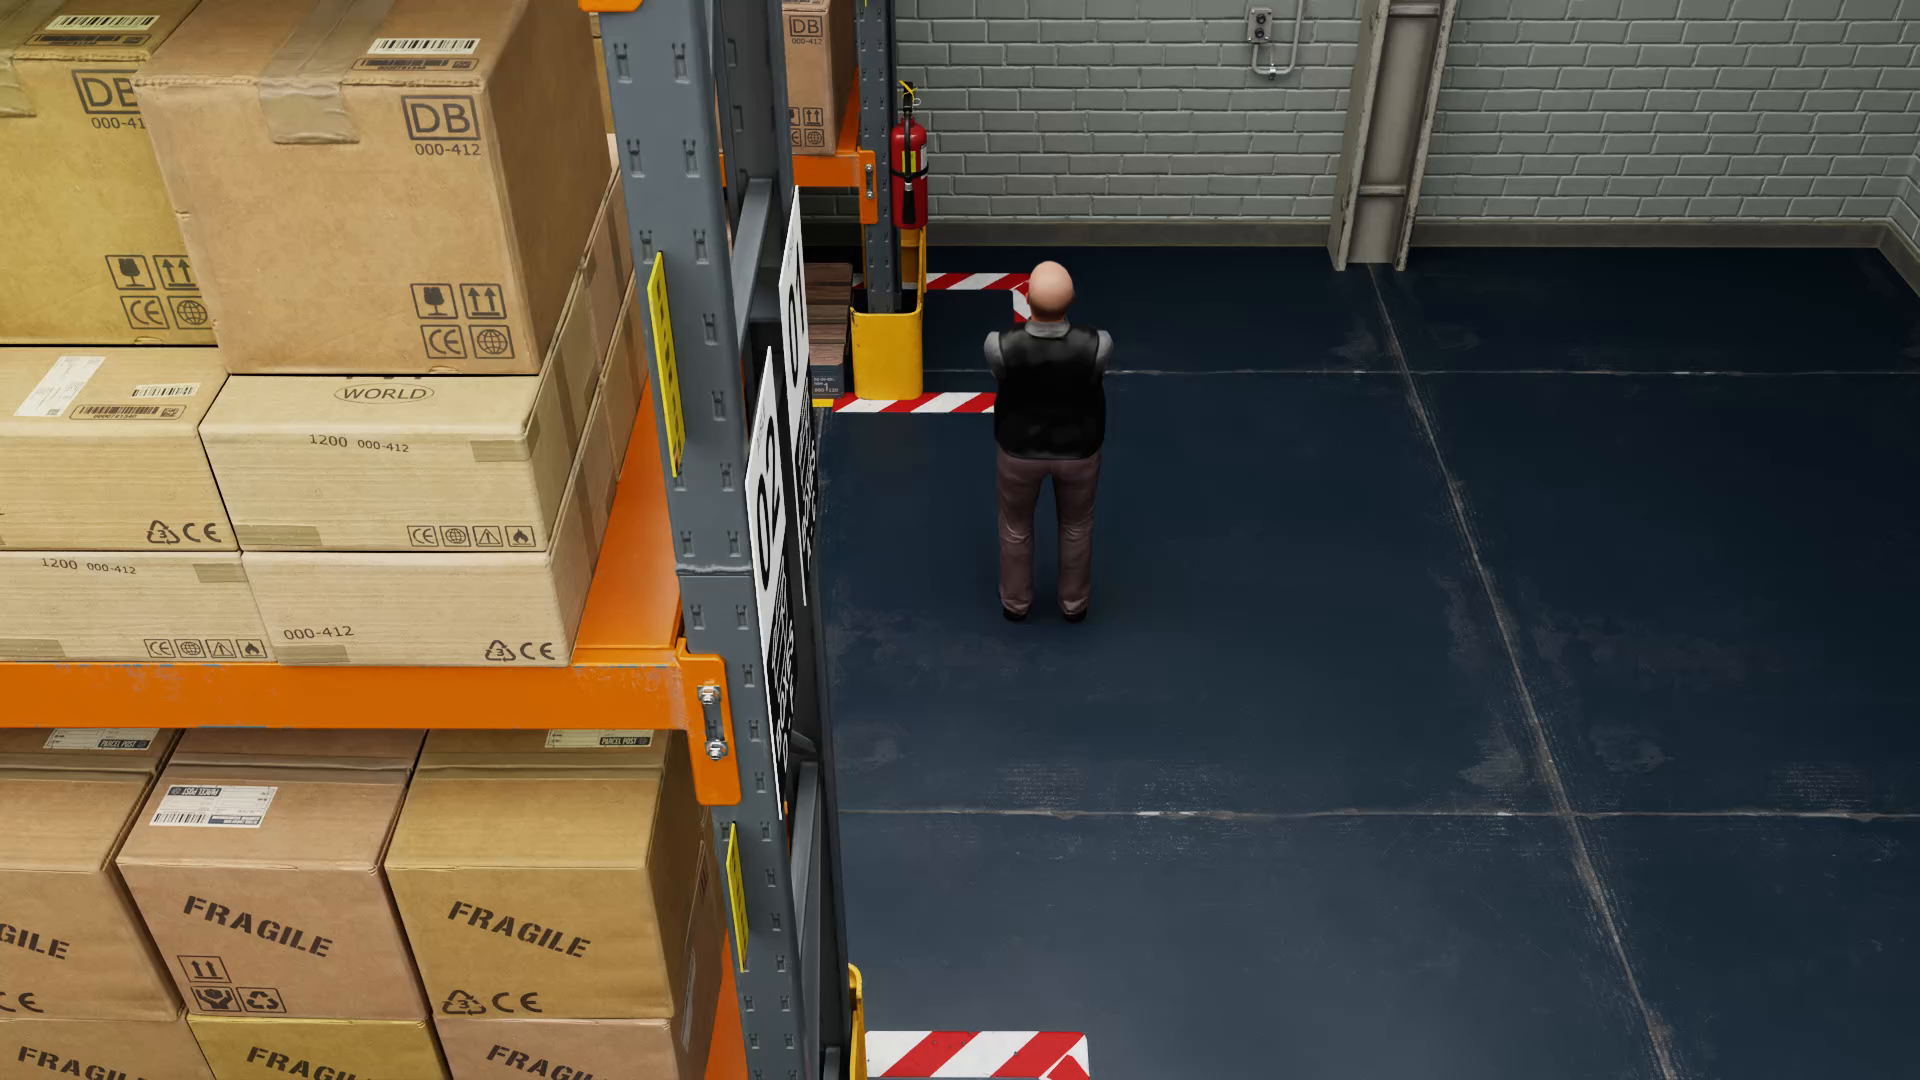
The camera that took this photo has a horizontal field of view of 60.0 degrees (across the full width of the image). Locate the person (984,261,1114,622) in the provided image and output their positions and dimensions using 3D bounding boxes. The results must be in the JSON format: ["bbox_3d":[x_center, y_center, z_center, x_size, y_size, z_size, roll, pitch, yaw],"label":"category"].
[{"bbox_3d":[0.338,-0.436,6.713,0.494,1.711,0.539,1,39,1],"label":"person"}]
